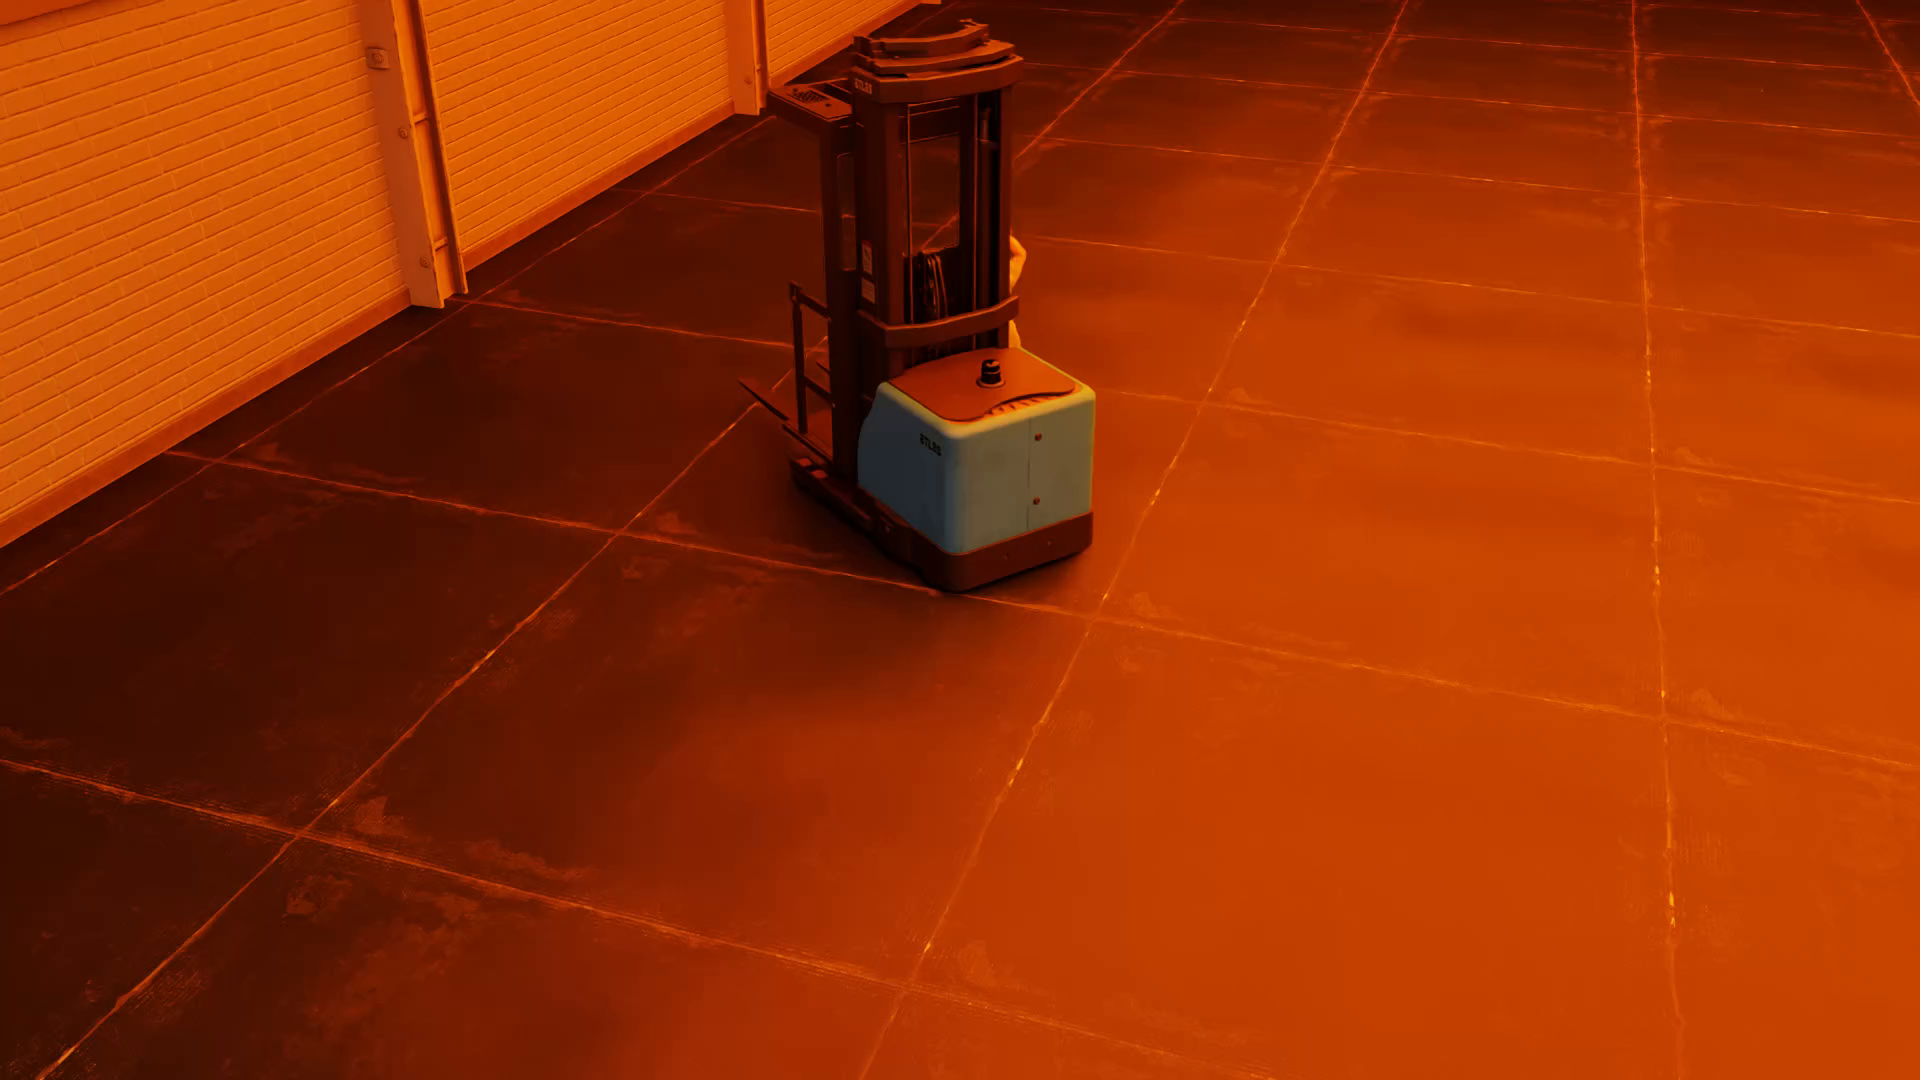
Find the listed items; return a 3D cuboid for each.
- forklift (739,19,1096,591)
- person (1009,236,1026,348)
[{"bbox_3d":[-0.437,-1.670,10.066,1.130,2.935,3.031,-18,34,-28],"label":"forklift"},{"bbox_3d":[-0.020,-1.479,11.167,0.984,1.540,0.810,13,32,21],"label":"person"}]
